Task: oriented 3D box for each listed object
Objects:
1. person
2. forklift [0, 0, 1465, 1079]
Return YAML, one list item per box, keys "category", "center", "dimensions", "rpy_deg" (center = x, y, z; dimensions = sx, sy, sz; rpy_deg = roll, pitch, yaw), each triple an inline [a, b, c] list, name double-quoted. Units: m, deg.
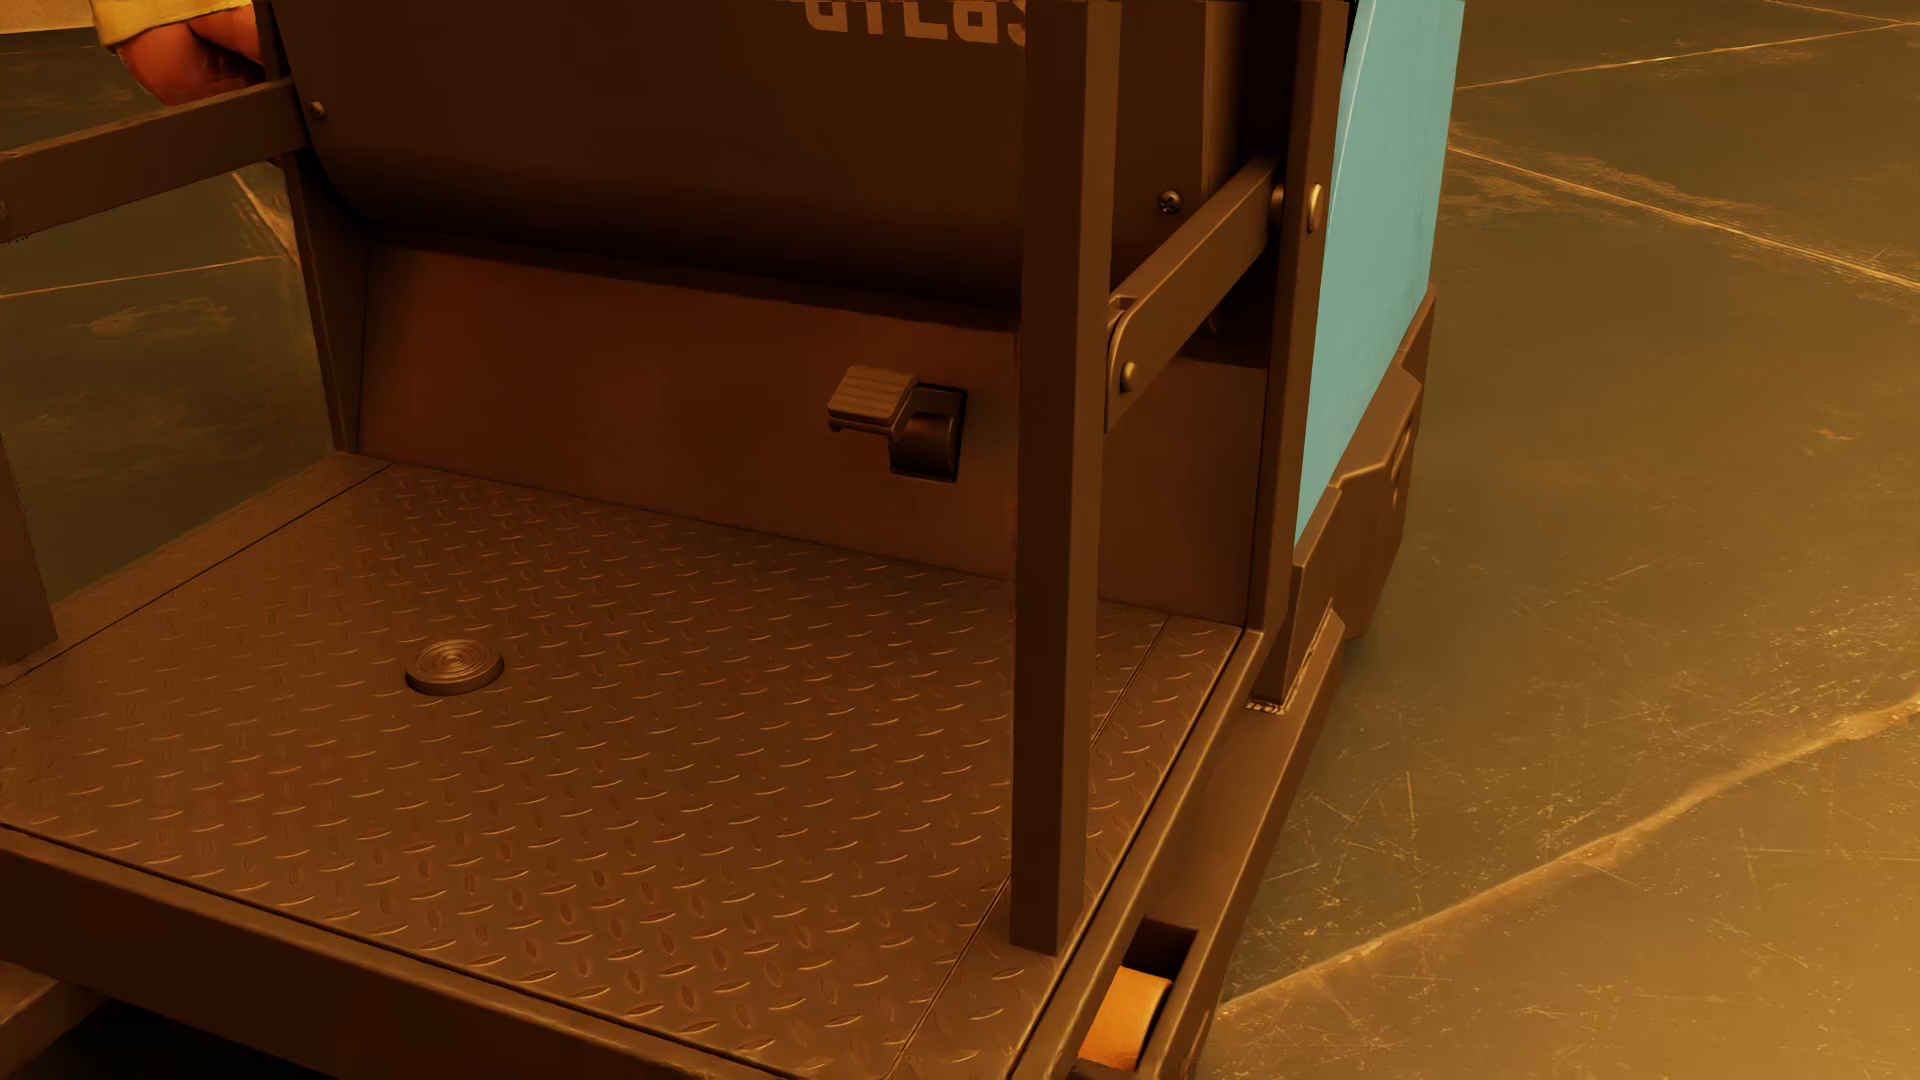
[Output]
- category: "person"
  center: [-1.001, -0.944, 2.796]
  dimensions: [1.100, 1.431, 0.828]
  rpy_deg: [1, 27, 2]
- category: "forklift"
  center: [-0.295, -0.910, 1.054]
  dimensions: [1.130, 2.935, 3.031]
  rpy_deg: [11, 29, 20]
